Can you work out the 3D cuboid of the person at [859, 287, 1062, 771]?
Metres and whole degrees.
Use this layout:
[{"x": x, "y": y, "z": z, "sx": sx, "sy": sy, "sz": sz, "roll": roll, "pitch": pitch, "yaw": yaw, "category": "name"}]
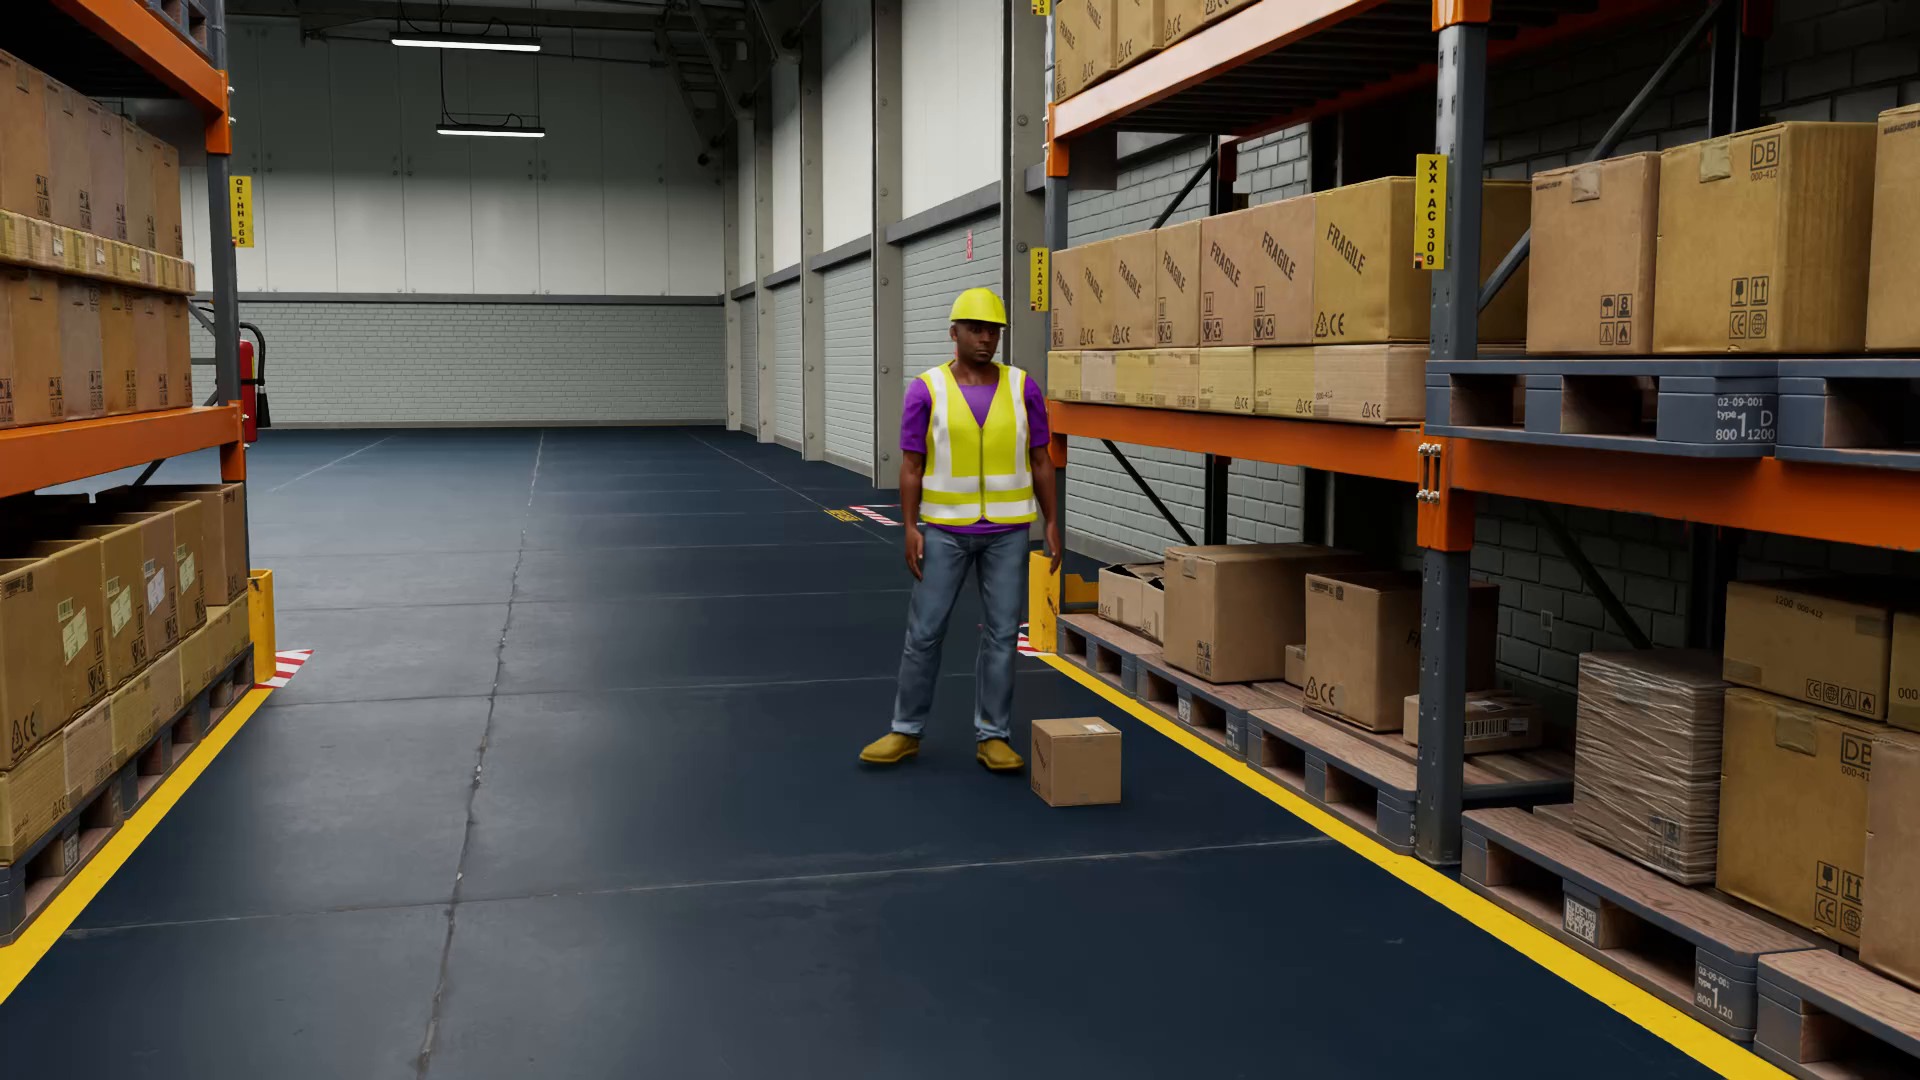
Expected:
[{"x": 0.006, "y": -0.038, "z": 6.115, "sx": 0.765, "sy": 1.769, "sz": 0.397, "roll": -1, "pitch": 6, "yaw": -7, "category": "person"}]
